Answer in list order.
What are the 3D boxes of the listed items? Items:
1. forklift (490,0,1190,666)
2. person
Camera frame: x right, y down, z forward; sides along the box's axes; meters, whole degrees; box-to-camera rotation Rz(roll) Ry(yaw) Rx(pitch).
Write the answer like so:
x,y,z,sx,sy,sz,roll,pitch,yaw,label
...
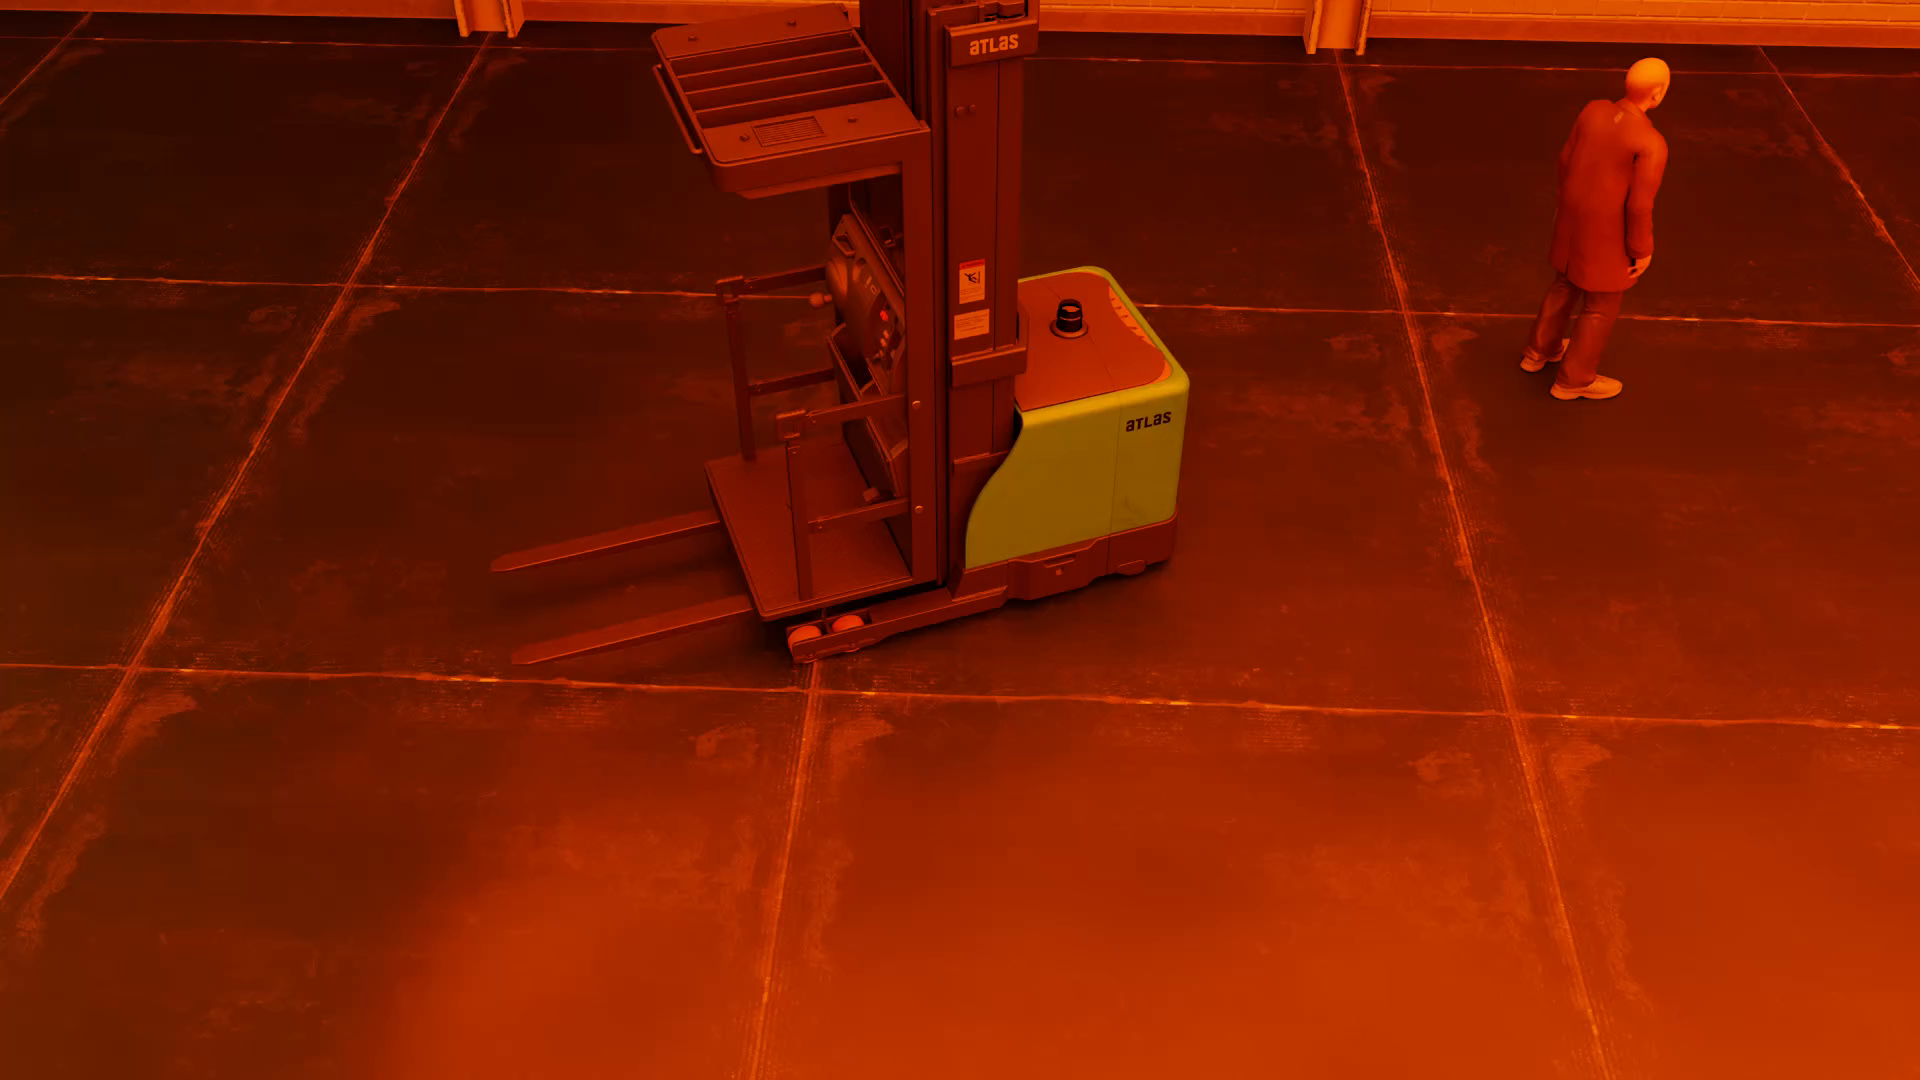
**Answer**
x,y,z,sx,sy,sz,roll,pitch,yaw,label
-0.573,-0.945,6.778,3.031,2.935,1.130,-13,44,-14,forklift
3.191,-1.553,8.301,0.425,1.774,0.656,-16,45,-17,person
